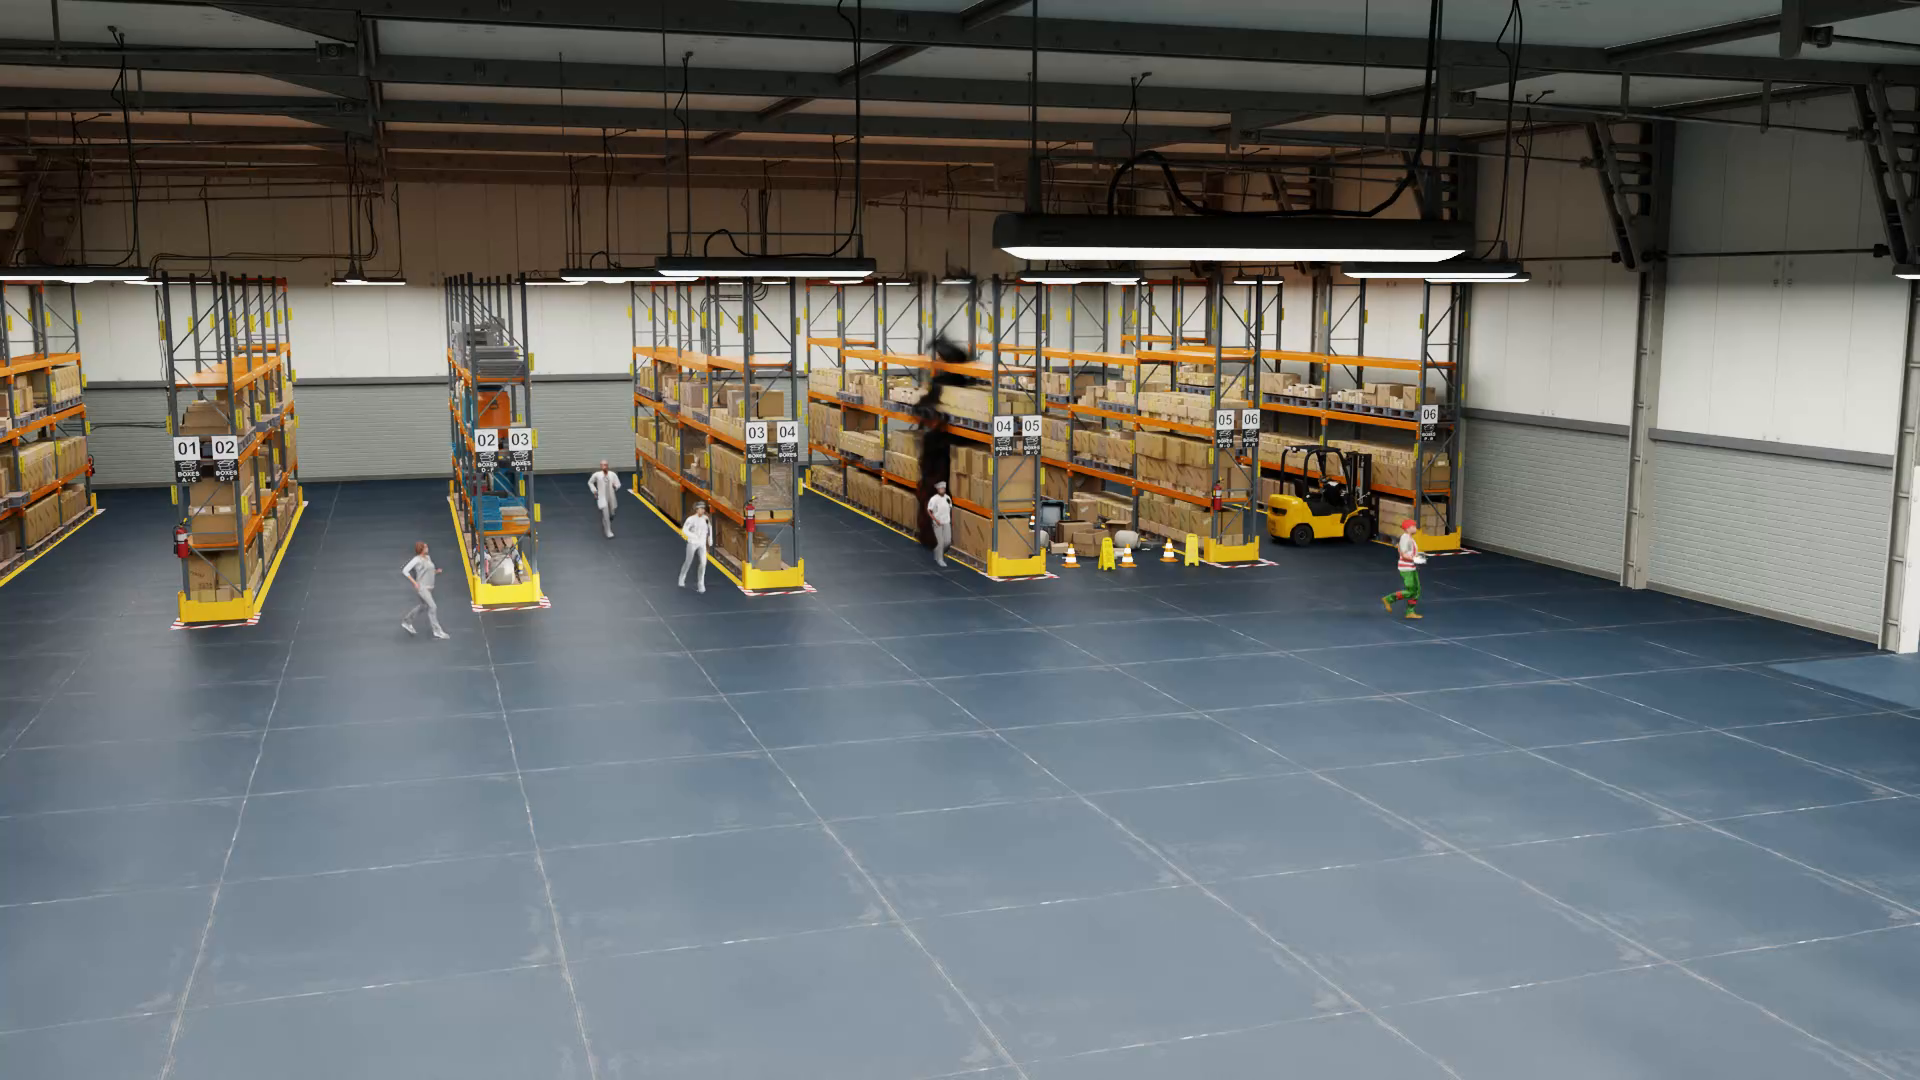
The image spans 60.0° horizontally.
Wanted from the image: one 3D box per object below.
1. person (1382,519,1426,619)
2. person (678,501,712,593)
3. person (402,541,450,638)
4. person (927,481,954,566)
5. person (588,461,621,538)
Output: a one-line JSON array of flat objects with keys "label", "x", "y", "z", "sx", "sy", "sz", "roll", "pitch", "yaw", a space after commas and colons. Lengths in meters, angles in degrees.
[{"label": "person", "x": 7.747, "y": 0.503, "z": 28.961, "sx": 0.720, "sy": 1.750, "sz": 0.653, "roll": 3, "pitch": 9, "yaw": 19}, {"label": "person", "x": -5.000, "y": 0.115, "z": 31.809, "sx": 0.673, "sy": 1.732, "sz": 0.779, "roll": -5, "pitch": 10, "yaw": -32}, {"label": "person", "x": -8.803, "y": 0.808, "z": 27.288, "sx": 0.871, "sy": 1.597, "sz": 0.531, "roll": 1, "pitch": 9, "yaw": 6}, {"label": "person", "x": -0.376, "y": -0.336, "z": 32.936, "sx": 0.604, "sy": 1.680, "sz": 0.508, "roll": -5, "pitch": 10, "yaw": -31}, {"label": "person", "x": -8.221, "y": -0.963, "z": 38.592, "sx": 0.719, "sy": 1.752, "sz": 0.966, "roll": -5, "pitch": 10, "yaw": -29}]
